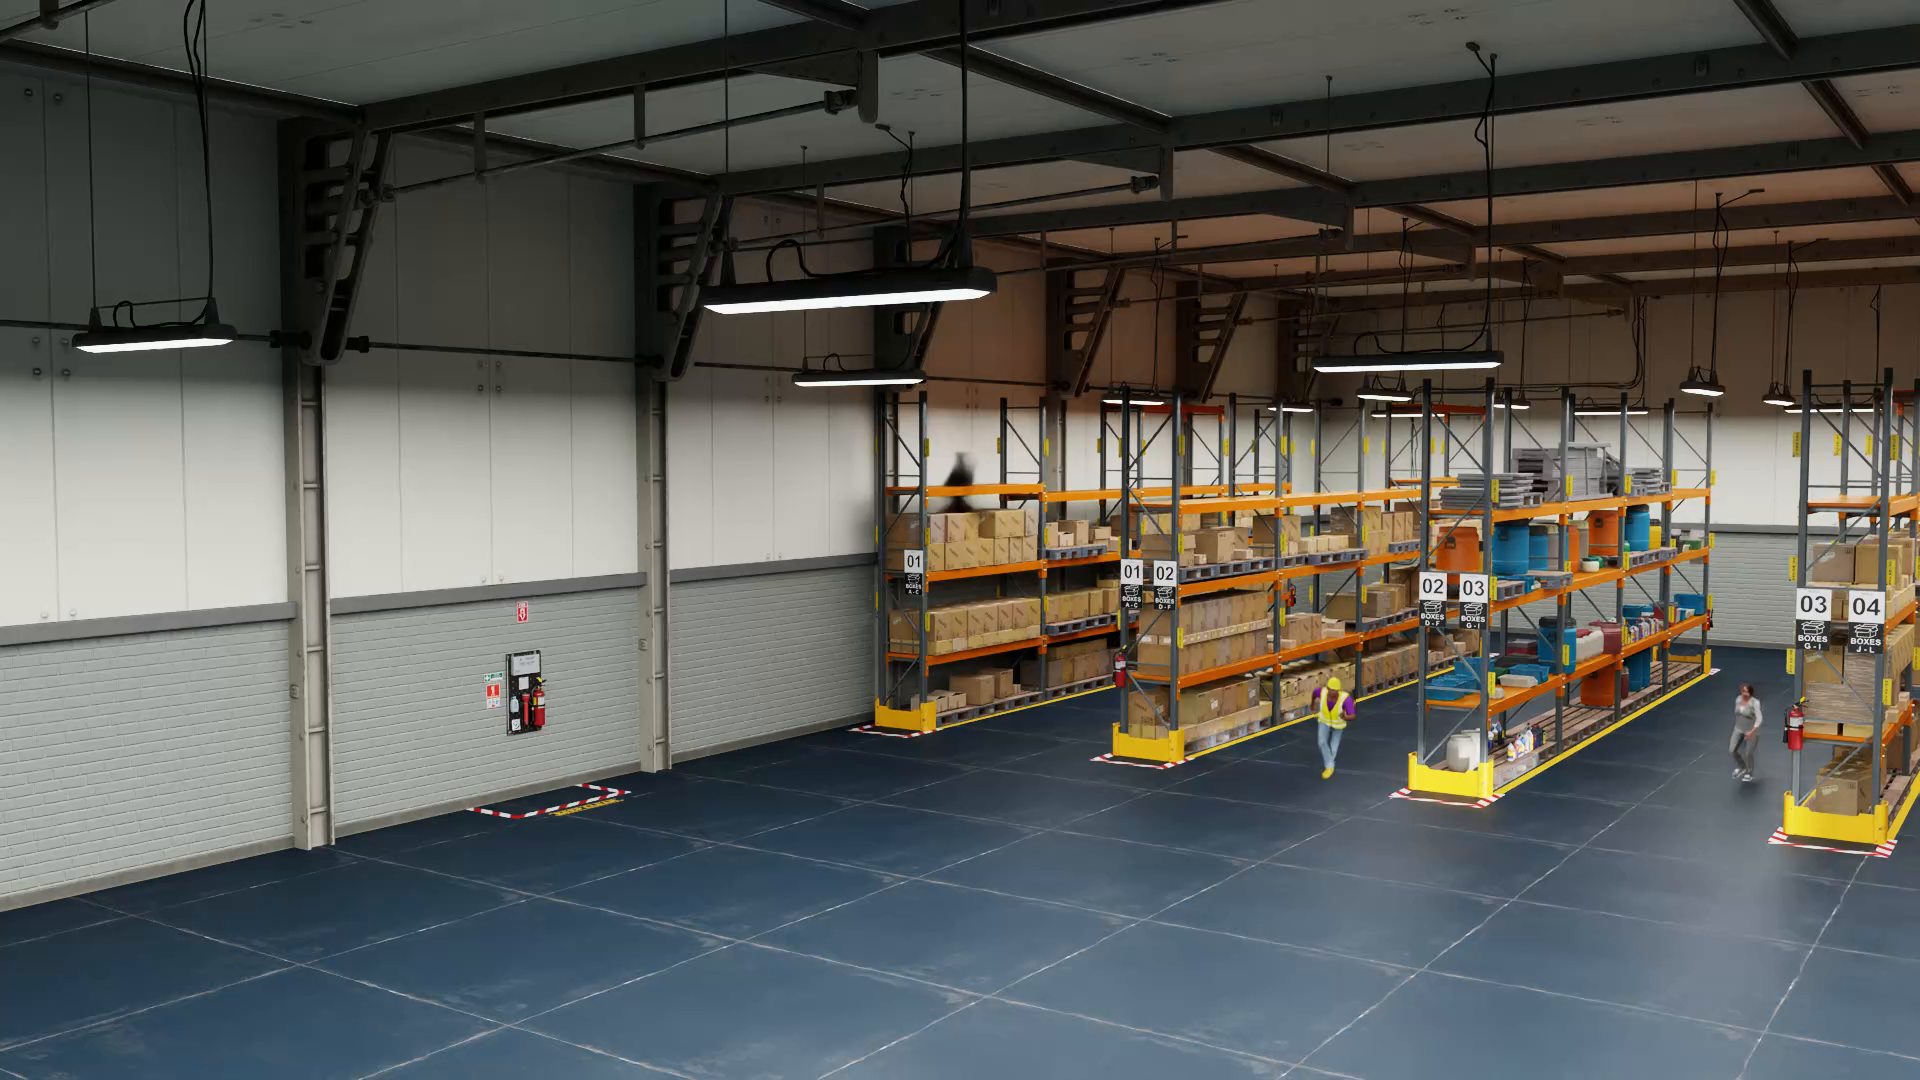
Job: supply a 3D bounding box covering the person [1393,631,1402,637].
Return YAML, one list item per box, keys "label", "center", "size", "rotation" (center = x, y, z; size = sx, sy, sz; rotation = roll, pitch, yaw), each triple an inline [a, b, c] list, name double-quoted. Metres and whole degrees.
- label: "person"
  center: [11.222, 1.795, 42.885]
  size: [0.569, 1.680, 0.609]
  rotation: [-2, 4, -33]

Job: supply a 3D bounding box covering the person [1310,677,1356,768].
- label: "person"
  center: [5.628, 2.768, 25.121]
  size: [0.694, 1.478, 1.114]
  rotation: [1, 3, 15]

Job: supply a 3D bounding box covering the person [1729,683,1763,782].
- label: "person"
  center: [9.951, 2.822, 25.329]
  size: [2.550, 1.527, 3.729]
  rotation: [-3, 4, -39]
